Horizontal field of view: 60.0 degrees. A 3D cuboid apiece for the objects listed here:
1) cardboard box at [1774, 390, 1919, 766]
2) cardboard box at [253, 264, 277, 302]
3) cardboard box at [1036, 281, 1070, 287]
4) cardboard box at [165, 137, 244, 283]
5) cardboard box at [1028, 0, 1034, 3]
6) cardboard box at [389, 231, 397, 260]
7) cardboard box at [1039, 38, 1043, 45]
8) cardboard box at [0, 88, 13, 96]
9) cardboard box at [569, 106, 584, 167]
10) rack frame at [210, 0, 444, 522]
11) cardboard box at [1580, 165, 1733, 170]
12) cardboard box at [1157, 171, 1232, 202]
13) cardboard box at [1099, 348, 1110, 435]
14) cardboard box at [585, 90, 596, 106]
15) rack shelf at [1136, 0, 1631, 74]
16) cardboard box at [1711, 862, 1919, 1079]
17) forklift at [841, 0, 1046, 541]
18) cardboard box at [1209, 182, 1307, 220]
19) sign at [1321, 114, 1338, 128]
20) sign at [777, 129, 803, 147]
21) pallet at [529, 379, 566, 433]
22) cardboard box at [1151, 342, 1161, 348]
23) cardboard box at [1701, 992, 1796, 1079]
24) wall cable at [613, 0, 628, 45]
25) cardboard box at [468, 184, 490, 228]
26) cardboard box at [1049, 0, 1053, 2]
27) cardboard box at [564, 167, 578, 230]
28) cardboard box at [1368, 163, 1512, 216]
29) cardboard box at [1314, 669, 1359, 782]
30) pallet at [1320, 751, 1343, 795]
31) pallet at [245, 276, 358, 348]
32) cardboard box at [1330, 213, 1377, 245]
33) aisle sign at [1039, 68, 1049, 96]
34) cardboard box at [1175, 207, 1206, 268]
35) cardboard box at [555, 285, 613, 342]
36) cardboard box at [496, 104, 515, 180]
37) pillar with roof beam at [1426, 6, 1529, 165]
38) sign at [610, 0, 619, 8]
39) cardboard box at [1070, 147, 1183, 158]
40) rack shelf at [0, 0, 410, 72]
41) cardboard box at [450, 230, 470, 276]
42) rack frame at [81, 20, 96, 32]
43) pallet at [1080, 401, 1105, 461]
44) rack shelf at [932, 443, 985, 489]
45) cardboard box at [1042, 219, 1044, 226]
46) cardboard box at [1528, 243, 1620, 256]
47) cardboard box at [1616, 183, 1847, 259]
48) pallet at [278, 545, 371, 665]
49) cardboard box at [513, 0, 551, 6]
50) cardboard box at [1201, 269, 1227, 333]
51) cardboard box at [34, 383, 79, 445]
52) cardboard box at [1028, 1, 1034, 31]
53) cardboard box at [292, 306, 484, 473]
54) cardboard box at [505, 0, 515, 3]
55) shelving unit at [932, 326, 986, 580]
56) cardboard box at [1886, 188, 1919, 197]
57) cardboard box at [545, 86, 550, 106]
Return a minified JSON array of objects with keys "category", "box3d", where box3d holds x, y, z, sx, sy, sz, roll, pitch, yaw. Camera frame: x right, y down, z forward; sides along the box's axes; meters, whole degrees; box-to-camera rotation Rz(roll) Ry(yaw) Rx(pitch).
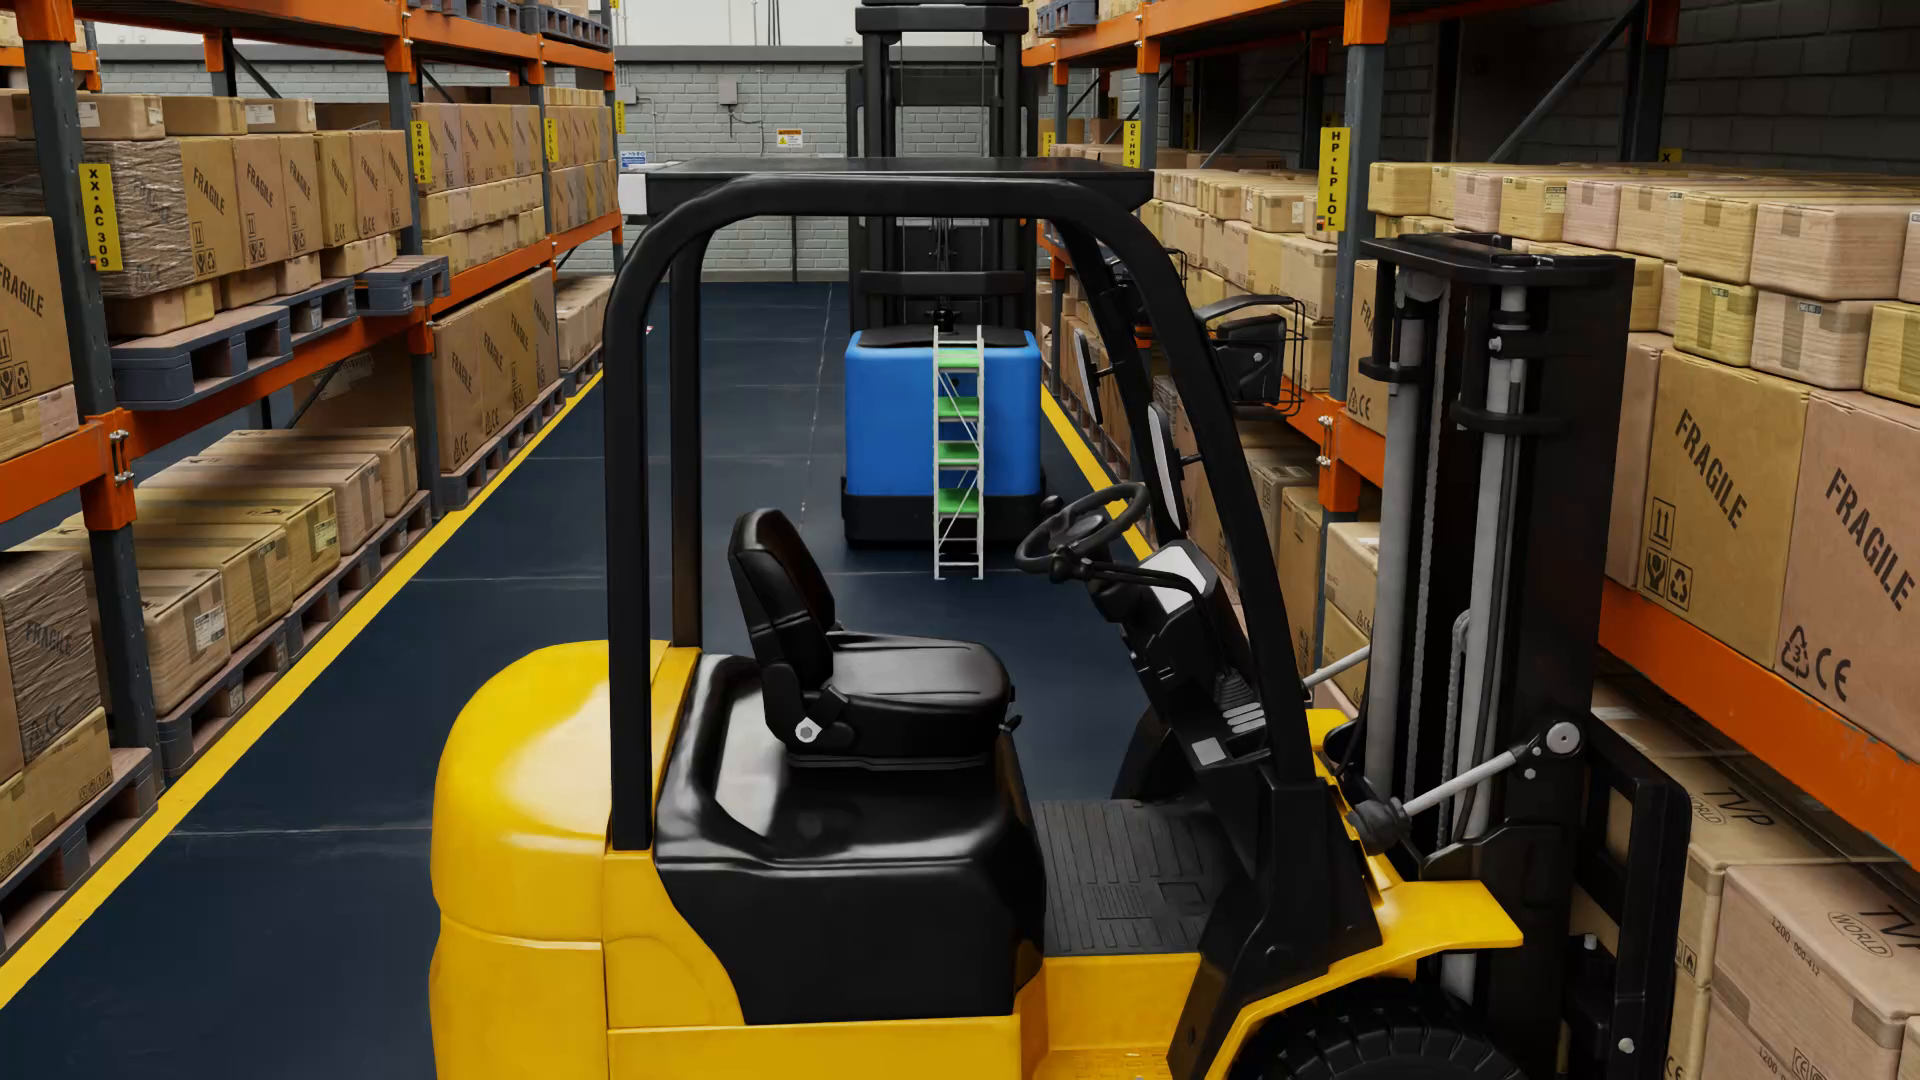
[{"category":"cardboard box","box3d":[1.676,0.051,2.609,0.500,0.500,0.500,0,14,-2]},{"category":"cardboard box","box3d":[-3.017,-1.052,6.758,0.380,0.149,0.250,-1,14,-3]},{"category":"cardboard box","box3d":[0.891,-2.126,15.442,0.500,0.500,0.500,-1,14,-2]},{"category":"cardboard box","box3d":[-2.985,-1.212,6.077,0.500,0.500,0.500,-1,14,-3]},{"category":"cardboard box","box3d":[0.876,-4.907,14.757,0.500,0.250,0.500,0,14,-2]},{"category":"cardboard box","box3d":[-3.114,-1.504,8.513,0.380,0.149,0.250,-1,14,-3]},{"category":"cardboard box","box3d":[0.891,-4.372,14.484,0.380,0.149,0.250,-1,14,-3]},{"category":"cardboard box","box3d":[-8.503,-3.634,14.325,0.500,0.500,0.500,-1,14,-5]},{"category":"cardboard box","box3d":[-3.539,-3.468,14.280,0.500,0.500,0.500,-1,14,-2]},{"category":"rack frame","box3d":[-3.458,-1.566,9.091,1.000,3.000,0.127,-1,14,-3]},{"category":"cardboard box","box3d":[2.039,-1.017,4.860,0.380,0.149,0.250,-1,14,-5]},{"category":"cardboard box","box3d":[1.240,-1.855,8.716,0.380,0.149,0.250,-1,14,-2]},{"category":"cardboard box","box3d":[1.200,-0.992,11.038,0.500,0.500,0.500,0,14,-1]},{"category":"cardboard box","box3d":[-3.617,-4.127,15.537,0.380,0.149,0.250,-1,14,-2]},{"category":"rack shelf","box3d":[1.620,-2.250,7.175,1.077,0.370,4.000,-1,14,-3]},{"category":"cardboard box","box3d":[1.614,0.754,2.745,0.500,0.250,0.500,-1,14,-2]},{"category":"forklift","box3d":[-0.104,-1.725,9.849,1.130,2.935,3.031,0,14,-1]},{"category":"cardboard box","box3d":[1.299,-1.474,7.235,0.380,0.149,0.250,-1,14,-5]},{"category":"sign","box3d":[2.050,-2.213,9.285,0.100,0.325,0.005,-1,14,-3]},{"category":"sign","box3d":[-2.289,-5.404,22.352,0.339,0.242,0.001,-1,14,-3]},{"category":"pallet","box3d":[-3.583,-1.019,12.564,1.003,0.211,1.213,-1,14,-3]},{"category":"cardboard box","box3d":[1.165,-1.136,10.295,0.380,0.149,0.250,-2,15,-6]},{"category":"cardboard box","box3d":[1.629,0.992,2.825,0.500,0.250,0.500,-1,14,-4]},{"category":"wall cable","box3d":[-4.587,-7.871,21.558,0.463,3.000,0.029,-1,14,-3]},{"category":"cardboard box","box3d":[-3.292,-2.118,10.534,0.500,0.250,0.500,-1,14,-4]},{"category":"cardboard box","box3d":[0.870,-4.140,12.539,0.380,0.149,0.250,-1,14,-3]},{"category":"cardboard box","box3d":[-3.501,-2.855,13.901,0.500,0.500,0.500,-1,14,-3]},{"category":"cardboard box","box3d":[1.467,-1.071,5.070,0.380,0.149,0.250,-1,14,-2]},{"category":"cardboard box","box3d":[1.443,0.605,5.329,0.500,0.250,0.500,-1,14,-3]},{"category":"pallet","box3d":[1.751,0.901,5.102,1.003,0.211,1.213,-1,14,-3]},{"category":"pallet","box3d":[-3.294,-0.981,7.204,1.003,0.211,1.213,-1,14,-3]},{"category":"cardboard box","box3d":[1.501,-1.092,5.750,0.380,0.149,0.250,0,14,-2]},{"category":"aisle sign","box3d":[0.703,-4.904,16.850,0.394,0.787,0.004,-1,14,-3]},{"category":"cardboard box","box3d":[1.324,-1.443,7.914,0.500,0.250,0.500,-1,14,-5]},{"category":"cardboard box","box3d":[-3.748,-2.128,15.575,0.875,0.438,0.875,0,14,-2]},{"category":"cardboard box","box3d":[-3.376,-2.731,11.413,0.500,0.500,0.500,0,14,-2]},{"category":"pillar with roof beam","box3d":[-1.820,-4.172,7.181,9.100,9.000,0.400,-1,14,-3]},{"category":"sign","box3d":[-3.411,-5.403,16.369,0.100,0.325,0.005,-1,14,-3]},{"category":"cardboard box","box3d":[1.136,-2.442,11.454,0.700,0.500,0.500,-1,14,-4]},{"category":"rack shelf","box3d":[-3.334,-2.172,6.874,1.077,0.370,4.000,-1,14,-3]},{"category":"cardboard box","box3d":[-3.287,-1.746,10.093,0.500,0.250,0.500,-1,14,-5]},{"category":"rack frame","box3d":[-8.888,-6.359,15.682,1.000,3.000,0.127,-1,14,-3]},{"category":"pallet","box3d":[1.415,-0.782,11.640,1.003,0.211,1.213,-1,14,-3]},{"category":"rack shelf","box3d":[-0.009,-0.381,8.357,0.258,0.148,0.480,0,14,-1]},{"category":"cardboard box","box3d":[0.898,-2.720,14.083,0.380,0.149,0.250,-1,14,-2]},{"category":"cardboard box","box3d":[1.552,-0.609,3.870,0.380,0.149,0.250,-1,14,-5]},{"category":"cardboard box","box3d":[1.660,-0.690,3.590,0.380,0.149,0.250,-1,14,-3]},{"category":"pallet","box3d":[-3.338,0.282,7.507,1.003,0.211,1.213,-1,14,-3]},{"category":"cardboard box","box3d":[-3.533,-4.463,13.088,0.500,0.500,0.500,-1,14,-2]},{"category":"cardboard box","box3d":[1.375,-1.074,7.482,0.500,0.250,0.500,0,14,-2]},{"category":"cardboard box","box3d":[-2.886,-0.374,4.964,0.380,0.149,0.250,-1,14,-4]},{"category":"cardboard box","box3d":[0.882,-4.660,14.804,0.500,0.250,0.500,-1,14,-4]},{"category":"cardboard box","box3d":[-3.418,-0.913,9.976,0.875,0.875,0.875,-1,14,-4]},{"category":"cardboard box","box3d":[-3.442,-3.957,11.703,0.500,0.311,0.500,-1,14,-3]},{"category":"shelving unit","box3d":[-0.009,-0.443,8.342,0.258,1.200,0.503,0,14,-1]},{"category":"cardboard box","box3d":[2.117,-0.632,3.364,0.380,0.149,0.250,-1,14,-3]},{"category":"cardboard box","box3d":[-3.498,-3.553,13.307,0.380,0.149,0.250,-1,14,-3]}]
